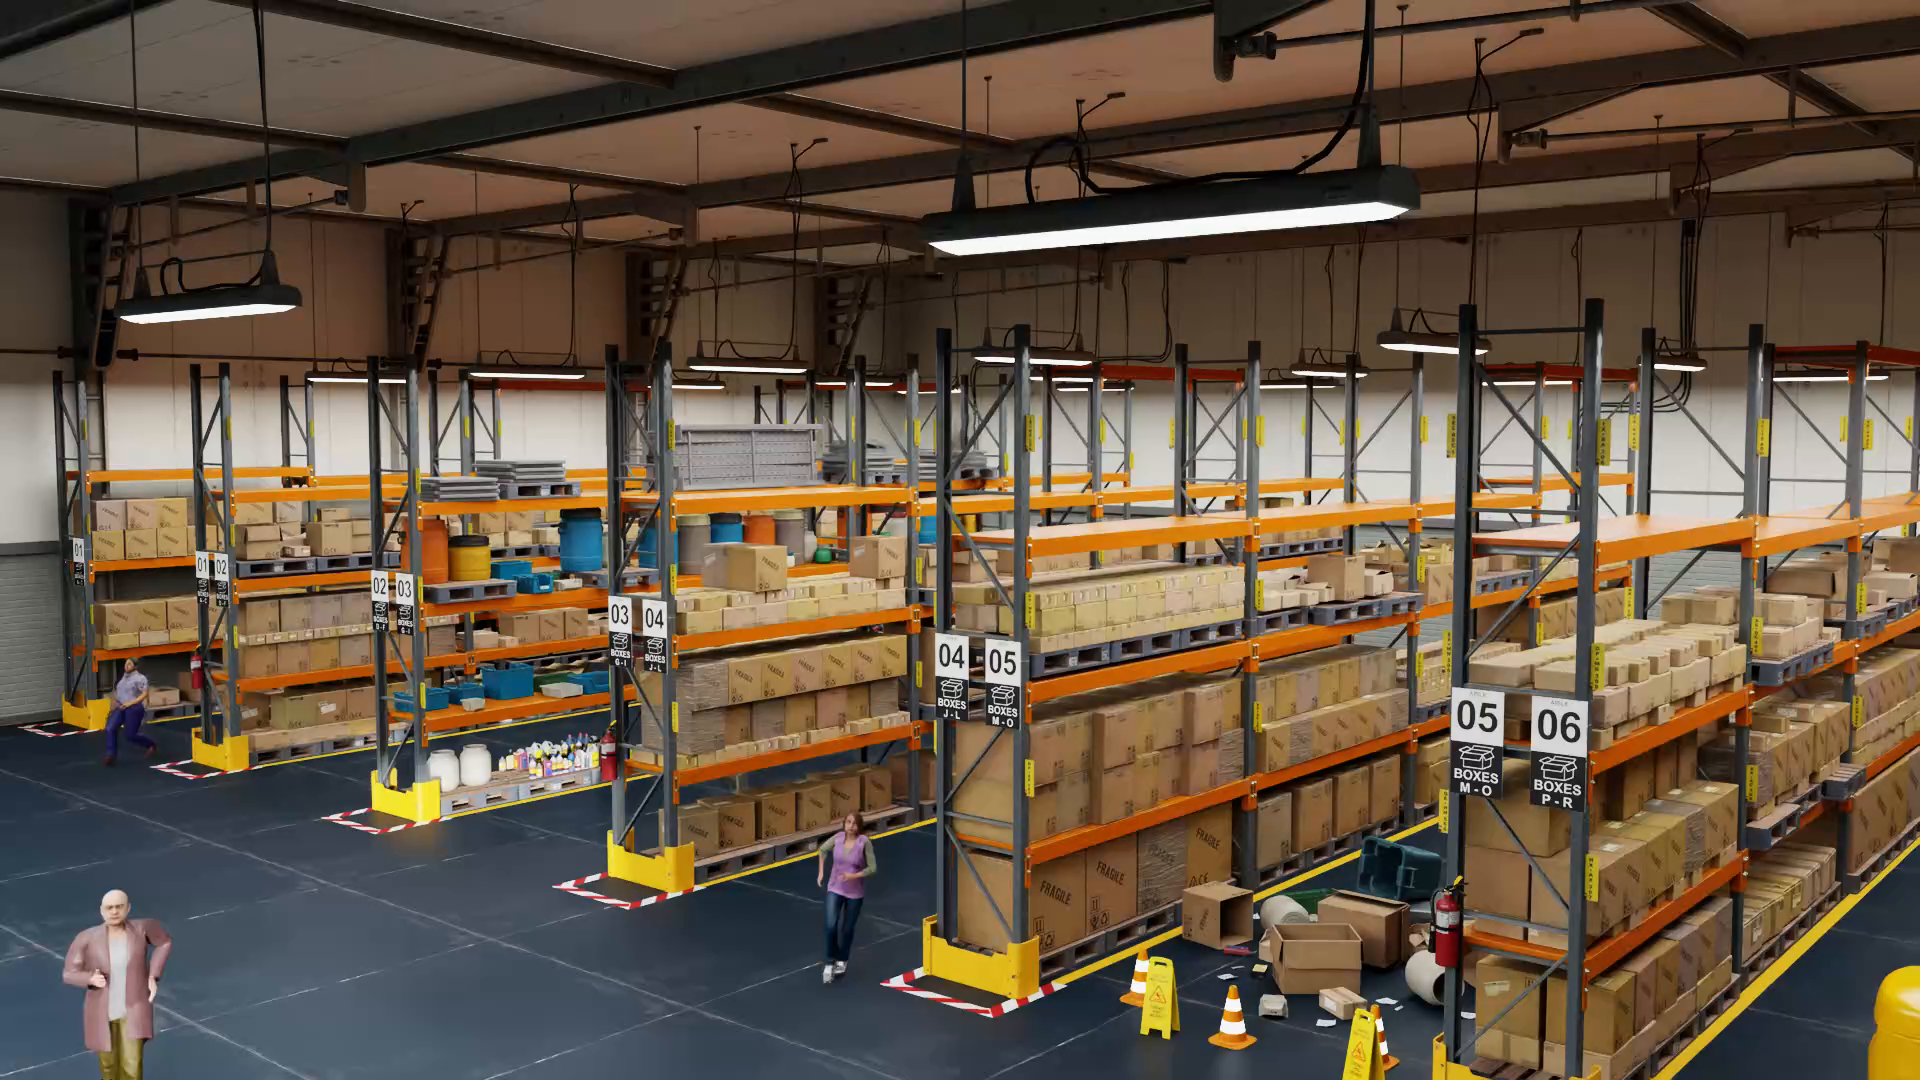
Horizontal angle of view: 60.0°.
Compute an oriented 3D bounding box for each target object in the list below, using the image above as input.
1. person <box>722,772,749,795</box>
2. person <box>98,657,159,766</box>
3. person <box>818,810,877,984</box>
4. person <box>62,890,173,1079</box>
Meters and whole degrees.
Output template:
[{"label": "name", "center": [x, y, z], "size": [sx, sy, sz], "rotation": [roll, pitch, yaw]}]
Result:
[{"label": "person", "center": [-3.004, 2.737, 22.241], "size": [0.573, 1.637, 0.569], "rotation": [2, 5, 29]}, {"label": "person", "center": [-12.545, 2.566, 25.088], "size": [0.643, 1.604, 0.805], "rotation": [2, 5, 30]}, {"label": "person", "center": [-1.038, 3.277, 15.335], "size": [0.545, 1.594, 0.584], "rotation": [0, 4, -1]}, {"label": "person", "center": [-6.032, 3.412, 11.934], "size": [0.699, 1.837, 0.811], "rotation": [-2, 4, -23]}]
